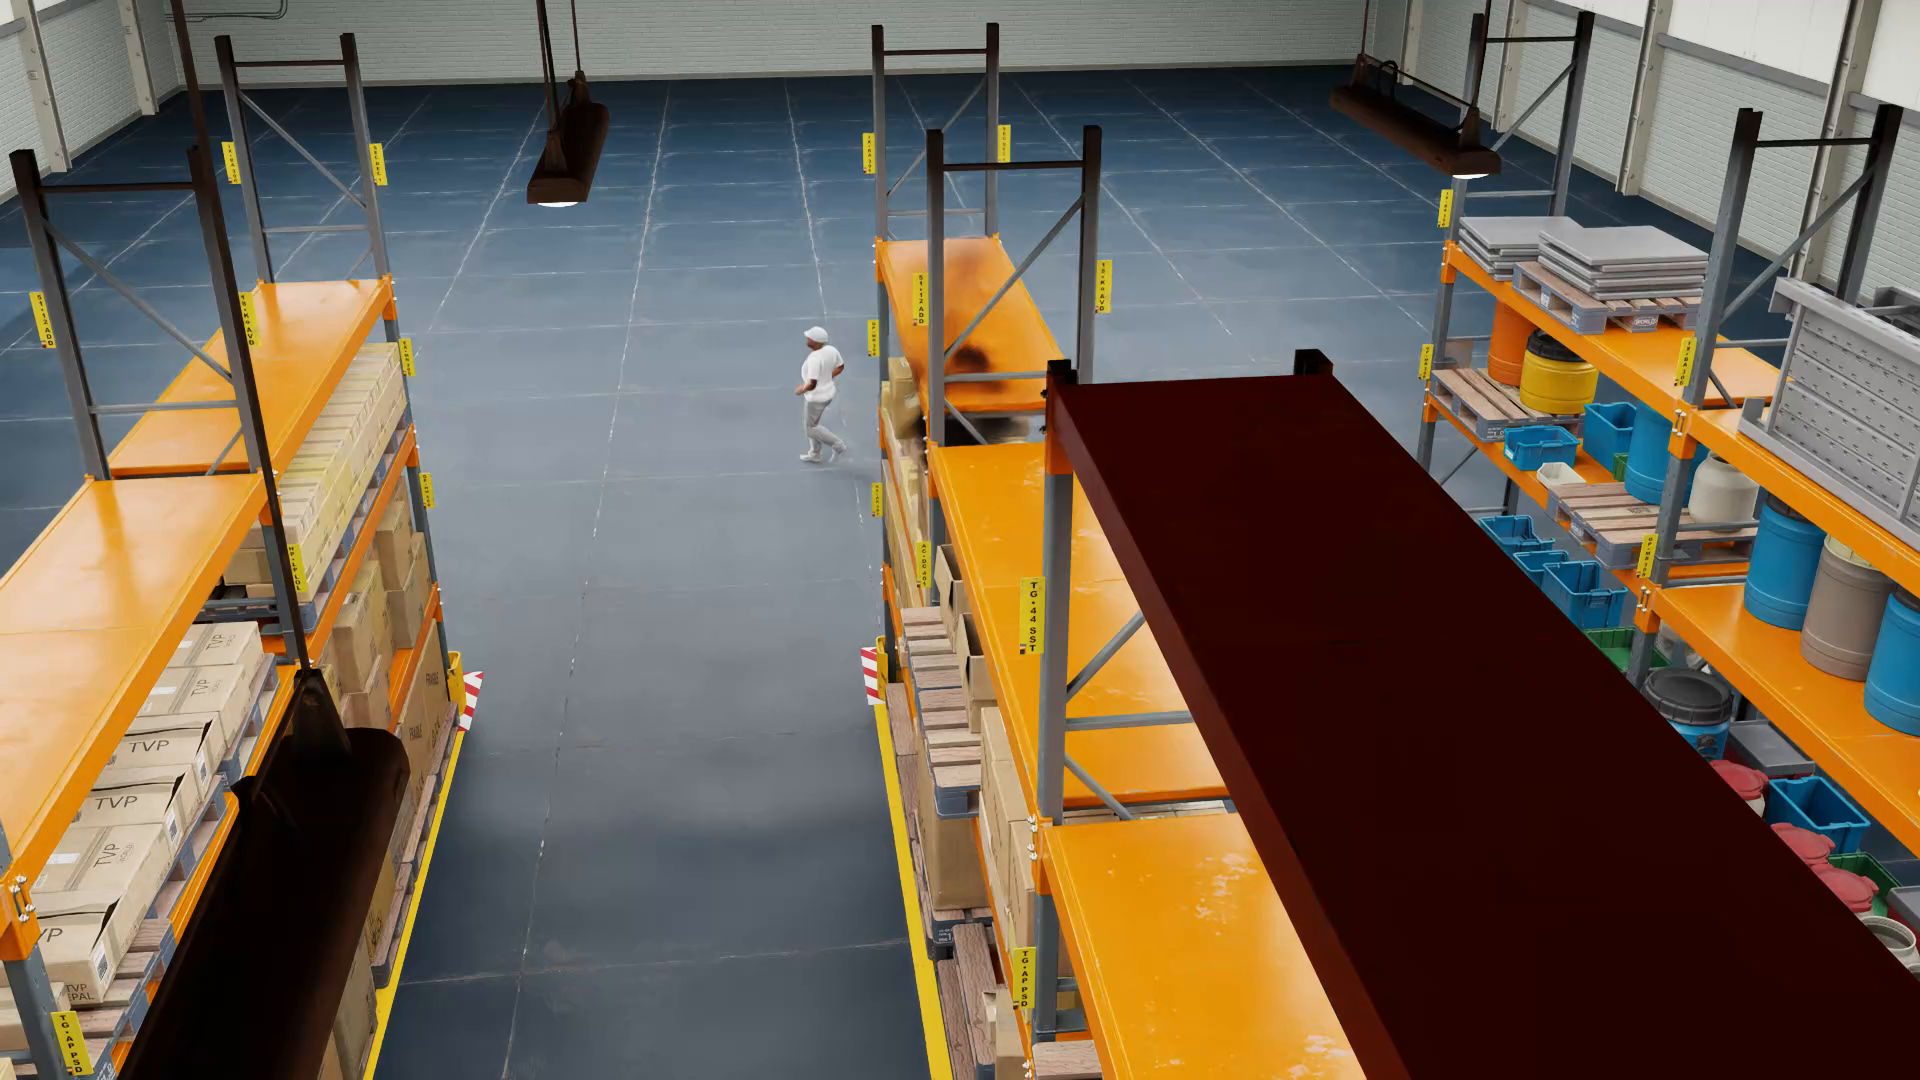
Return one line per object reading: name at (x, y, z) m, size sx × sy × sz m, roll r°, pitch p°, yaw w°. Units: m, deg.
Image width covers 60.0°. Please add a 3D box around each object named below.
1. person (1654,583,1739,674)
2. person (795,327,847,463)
person at (6.589, 0.657, 15.048) m, size 0.730 × 1.740 × 1.127 m, roll 1°, pitch 26°, yaw 2°
person at (-1.663, -1.742, 20.145) m, size 0.714 × 1.746 × 0.708 m, roll 10°, pitch 27°, yaw 21°
